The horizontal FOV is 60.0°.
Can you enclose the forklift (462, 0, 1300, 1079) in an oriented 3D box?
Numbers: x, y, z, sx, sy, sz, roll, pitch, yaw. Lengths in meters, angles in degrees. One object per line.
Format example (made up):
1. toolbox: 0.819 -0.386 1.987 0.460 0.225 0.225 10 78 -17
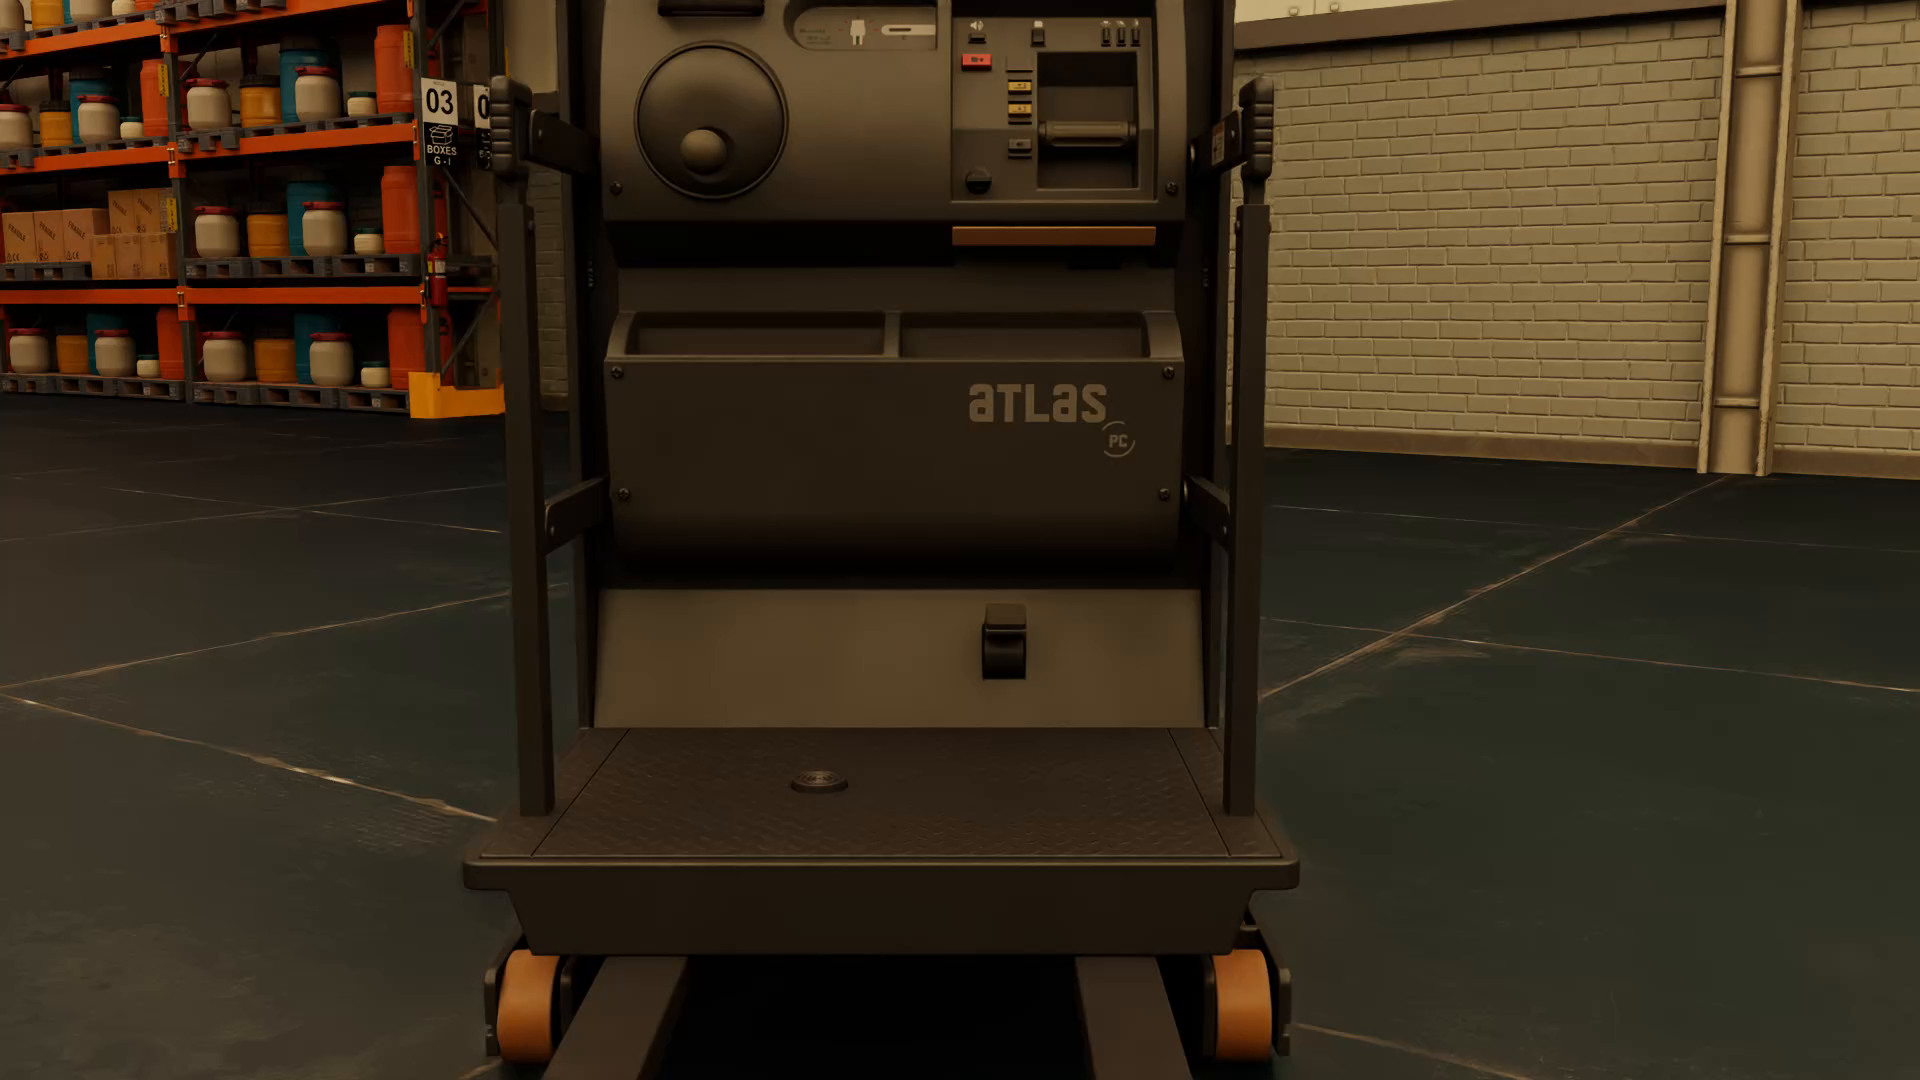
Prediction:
1. forklift: -0.103 -0.748 2.454 1.130 2.935 3.031 0 8 0
